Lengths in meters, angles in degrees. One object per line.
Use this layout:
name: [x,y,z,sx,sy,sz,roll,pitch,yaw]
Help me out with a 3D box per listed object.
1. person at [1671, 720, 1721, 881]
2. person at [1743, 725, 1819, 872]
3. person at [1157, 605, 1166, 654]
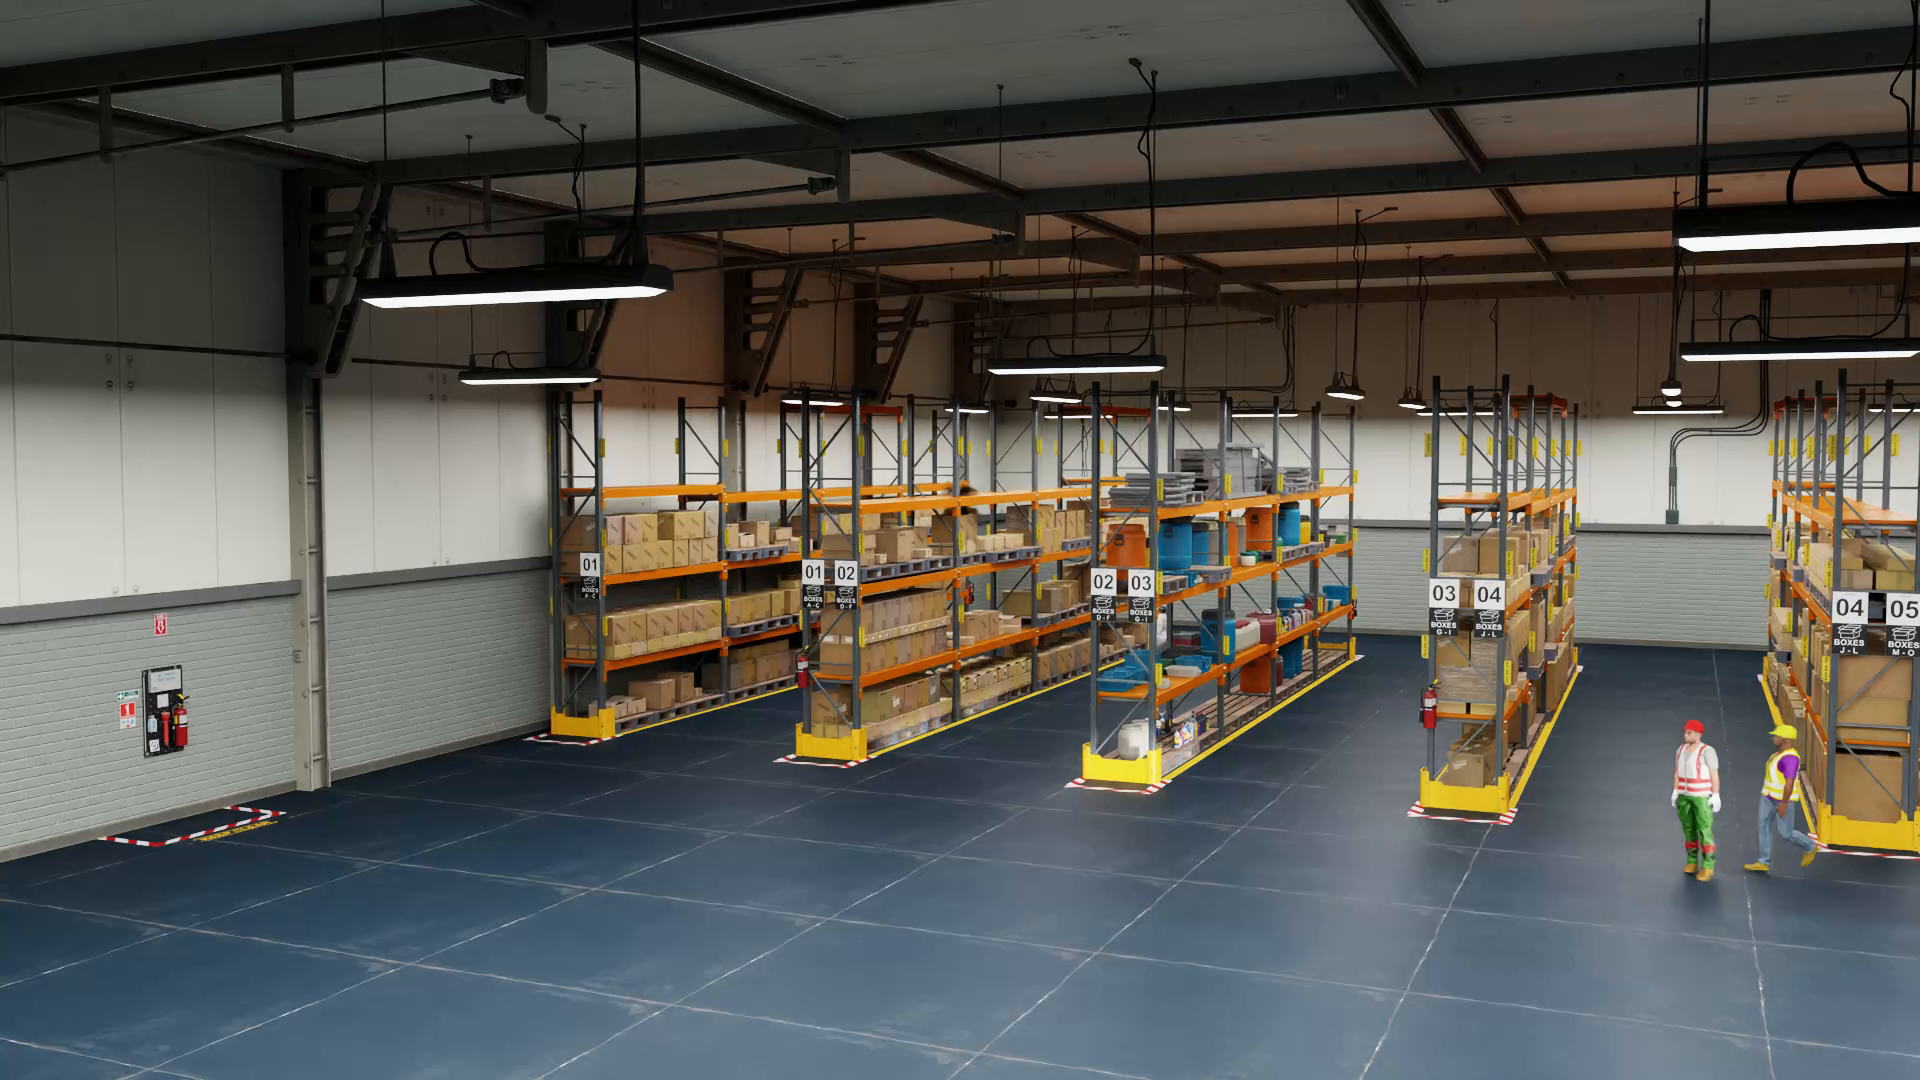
person: [8.614,3.025,19.528,0.448,1.802,0.649,-2,4,-26]
person: [9.717,3.046,19.589,0.841,1.745,0.525,-1,3,-20]
person: [4.296,2.181,35.670,0.346,1.682,0.551,2,4,30]
